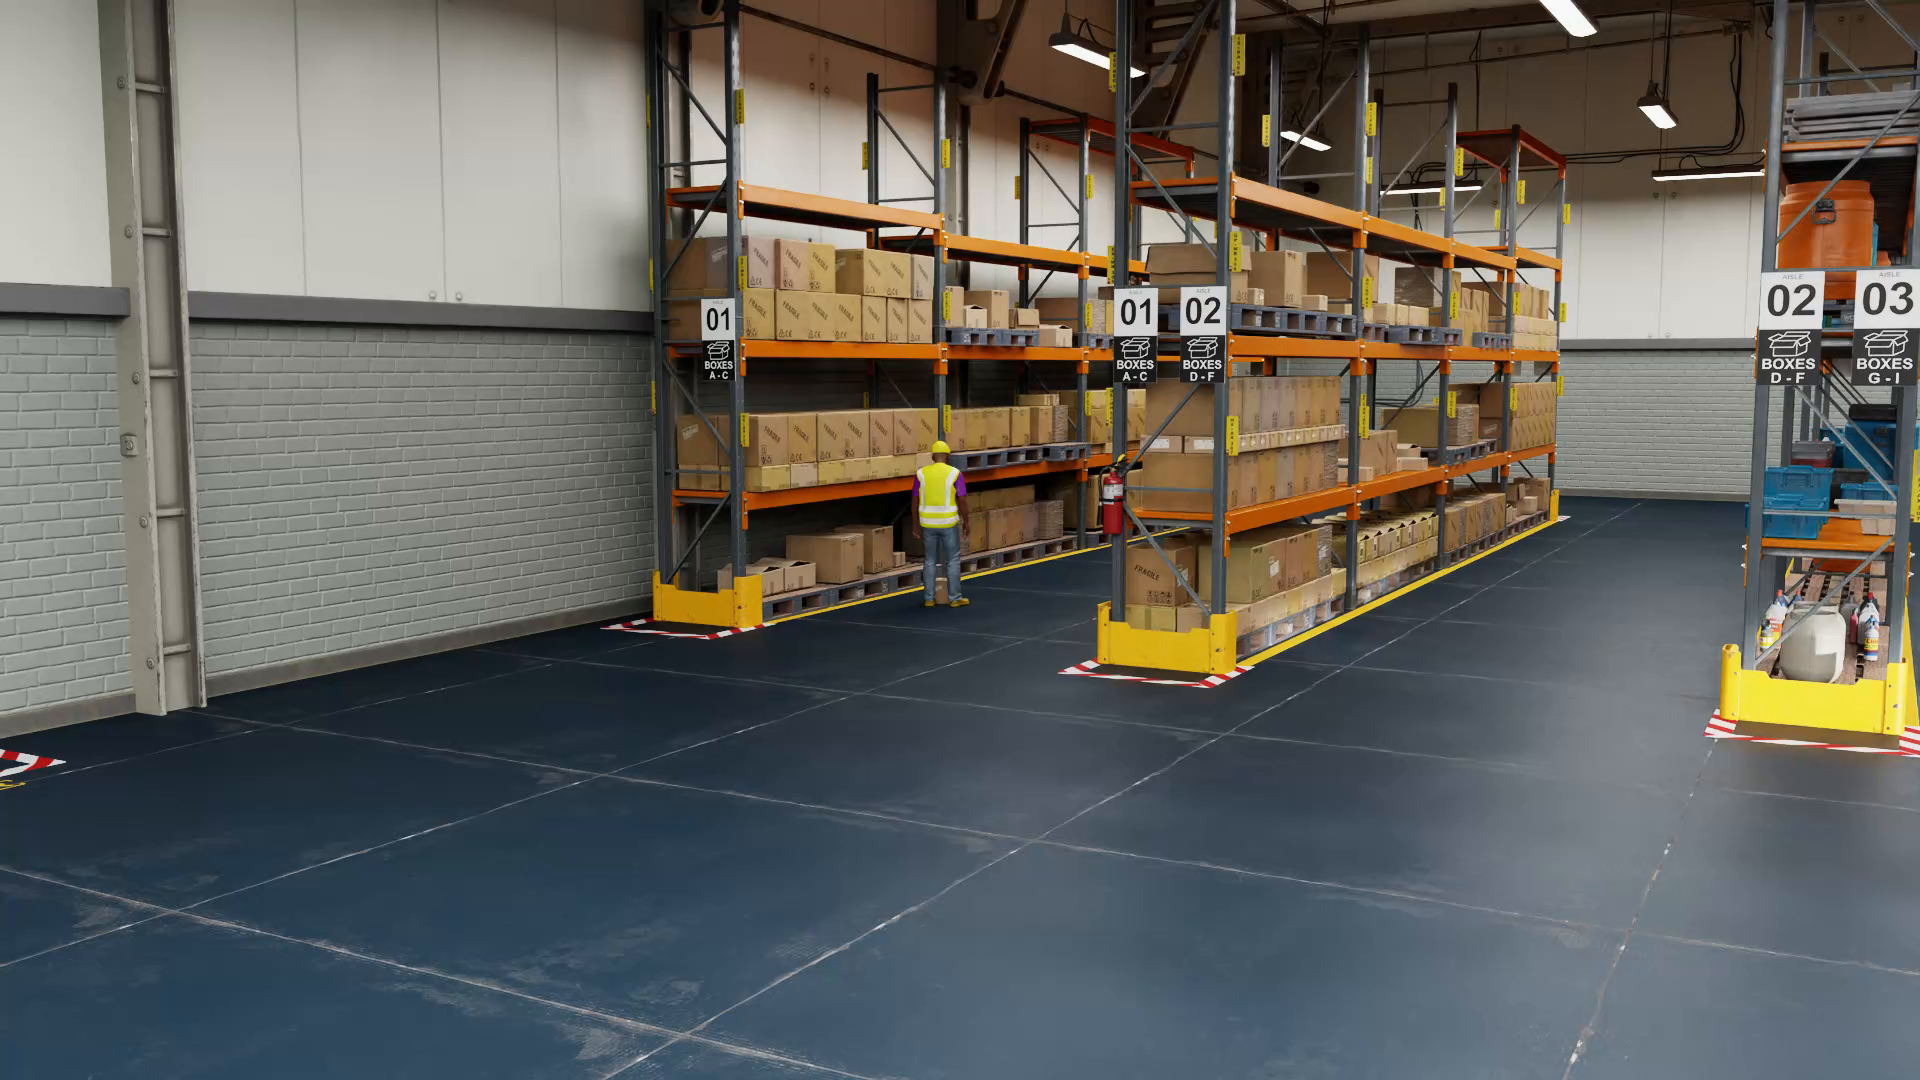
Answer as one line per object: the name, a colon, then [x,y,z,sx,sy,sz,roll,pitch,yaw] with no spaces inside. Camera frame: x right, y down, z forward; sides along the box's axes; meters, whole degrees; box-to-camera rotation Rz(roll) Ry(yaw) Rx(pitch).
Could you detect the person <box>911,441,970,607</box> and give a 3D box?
person: [-0.202,-0.175,17.749,0.632,1.760,0.463,2,6,15]
